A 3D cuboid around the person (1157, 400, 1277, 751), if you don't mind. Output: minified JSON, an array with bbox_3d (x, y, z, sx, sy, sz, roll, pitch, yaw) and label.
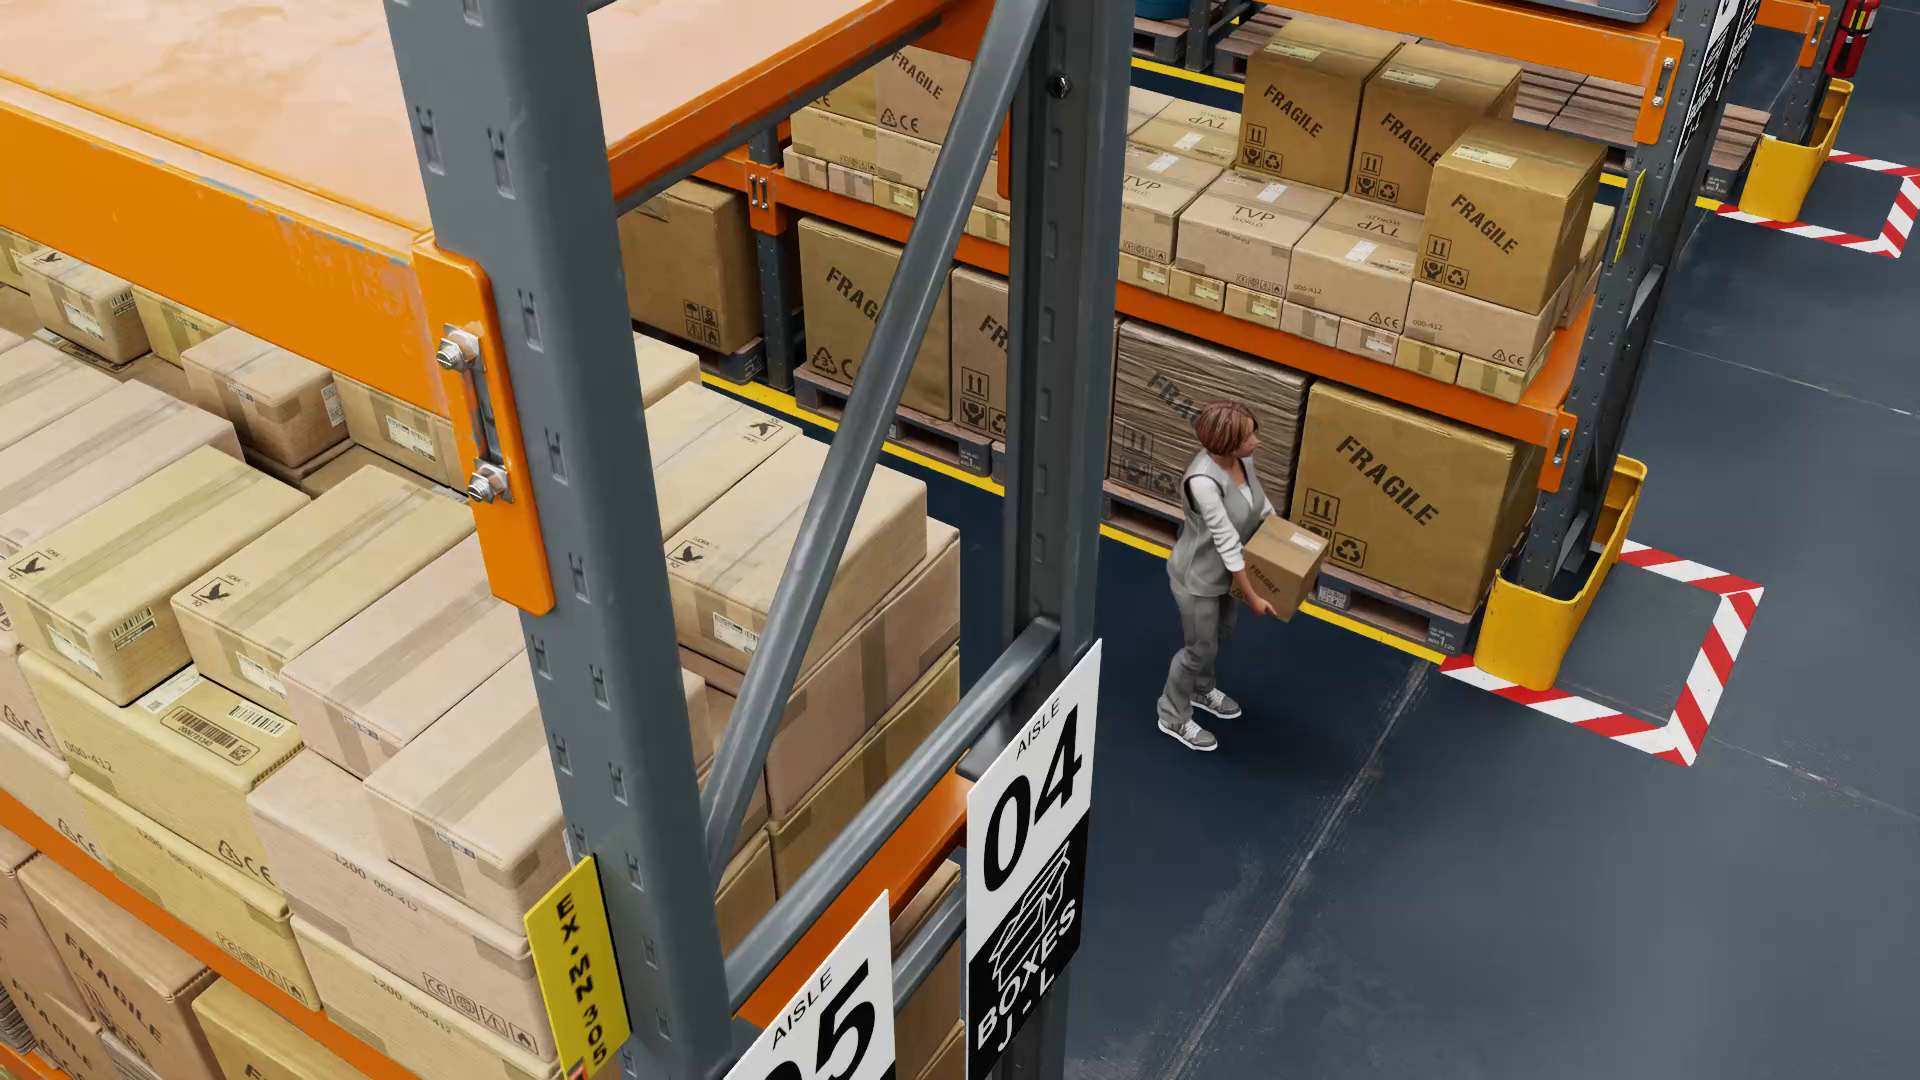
[{"bbox_3d":[1.053,0.158,6.470,0.496,1.599,0.375,21,44,24],"label":"person"}]
